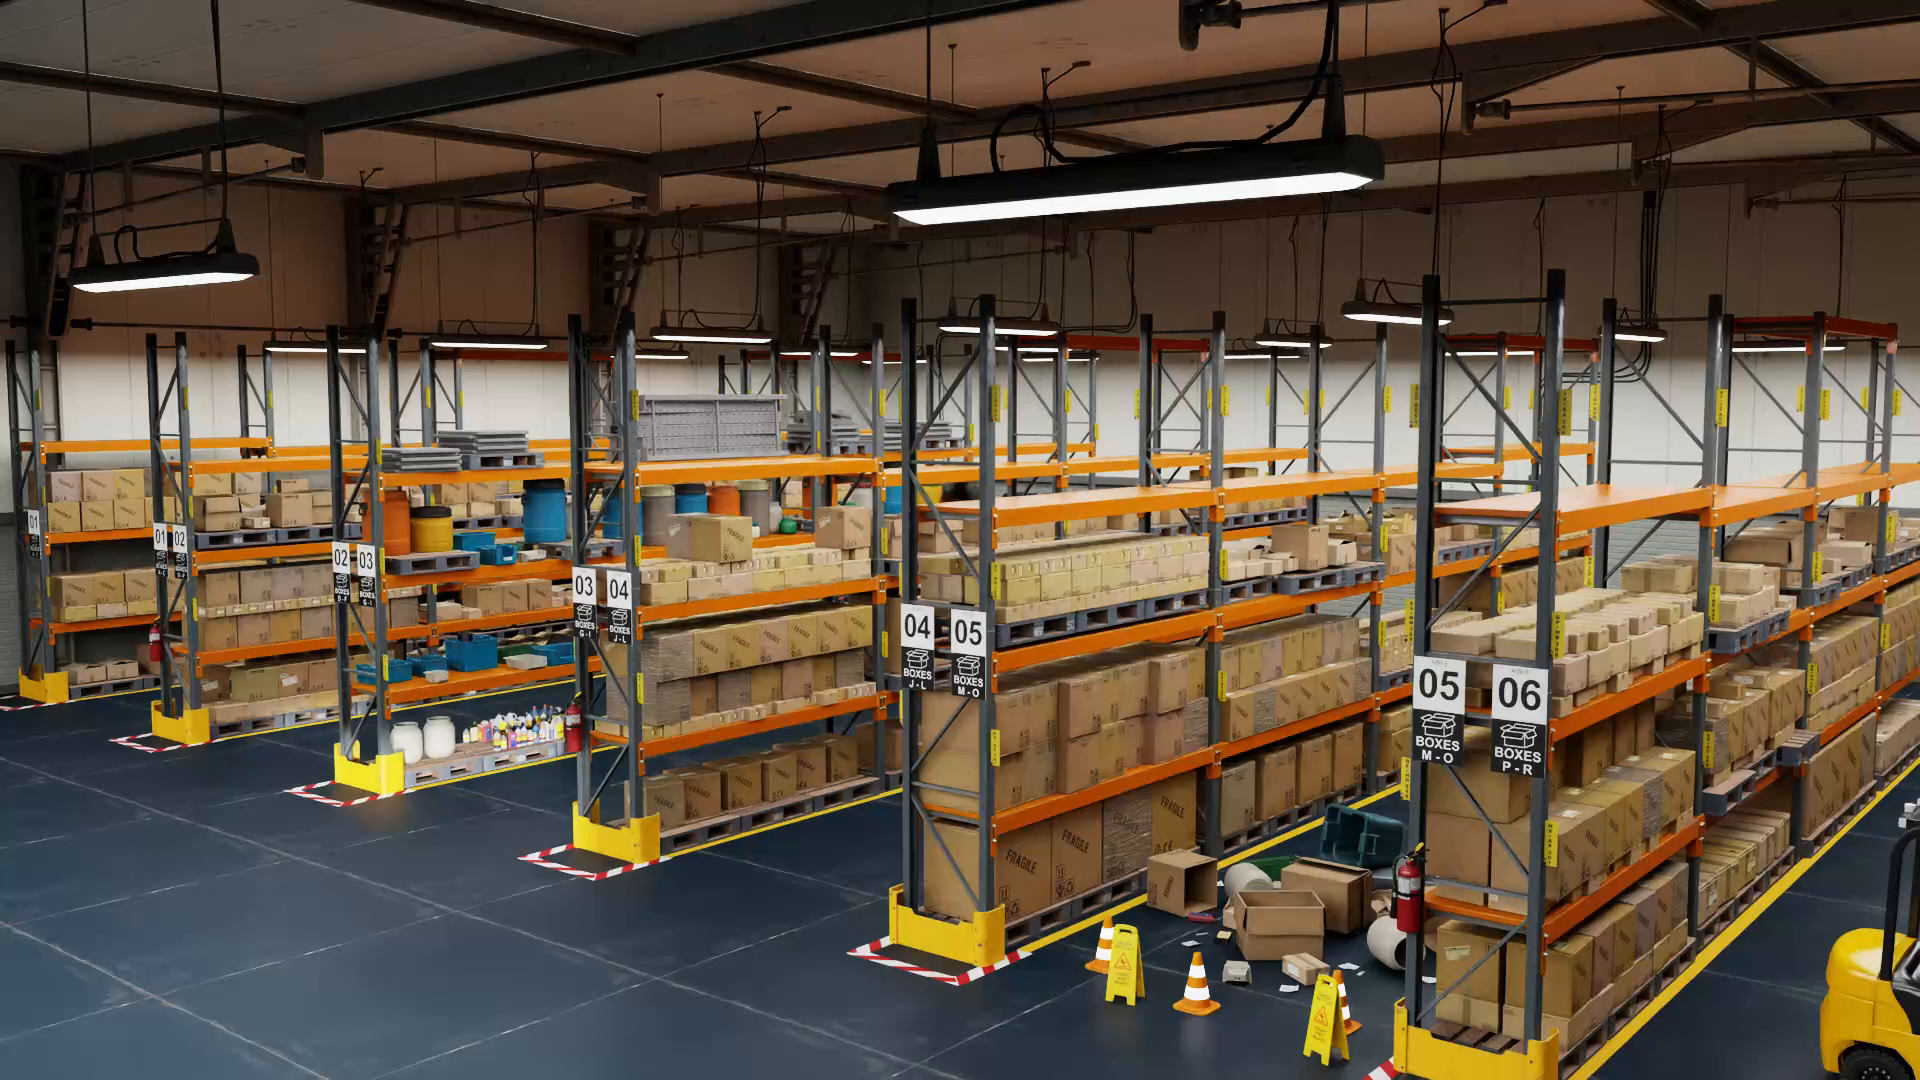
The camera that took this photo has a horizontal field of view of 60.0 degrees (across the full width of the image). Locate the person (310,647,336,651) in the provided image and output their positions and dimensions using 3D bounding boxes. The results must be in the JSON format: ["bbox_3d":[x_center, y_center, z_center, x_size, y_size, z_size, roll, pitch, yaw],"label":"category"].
[{"bbox_3d":[-10.827,1.734,28.371,0.641,1.783,0.491,-2,6,-23],"label":"person"}]
